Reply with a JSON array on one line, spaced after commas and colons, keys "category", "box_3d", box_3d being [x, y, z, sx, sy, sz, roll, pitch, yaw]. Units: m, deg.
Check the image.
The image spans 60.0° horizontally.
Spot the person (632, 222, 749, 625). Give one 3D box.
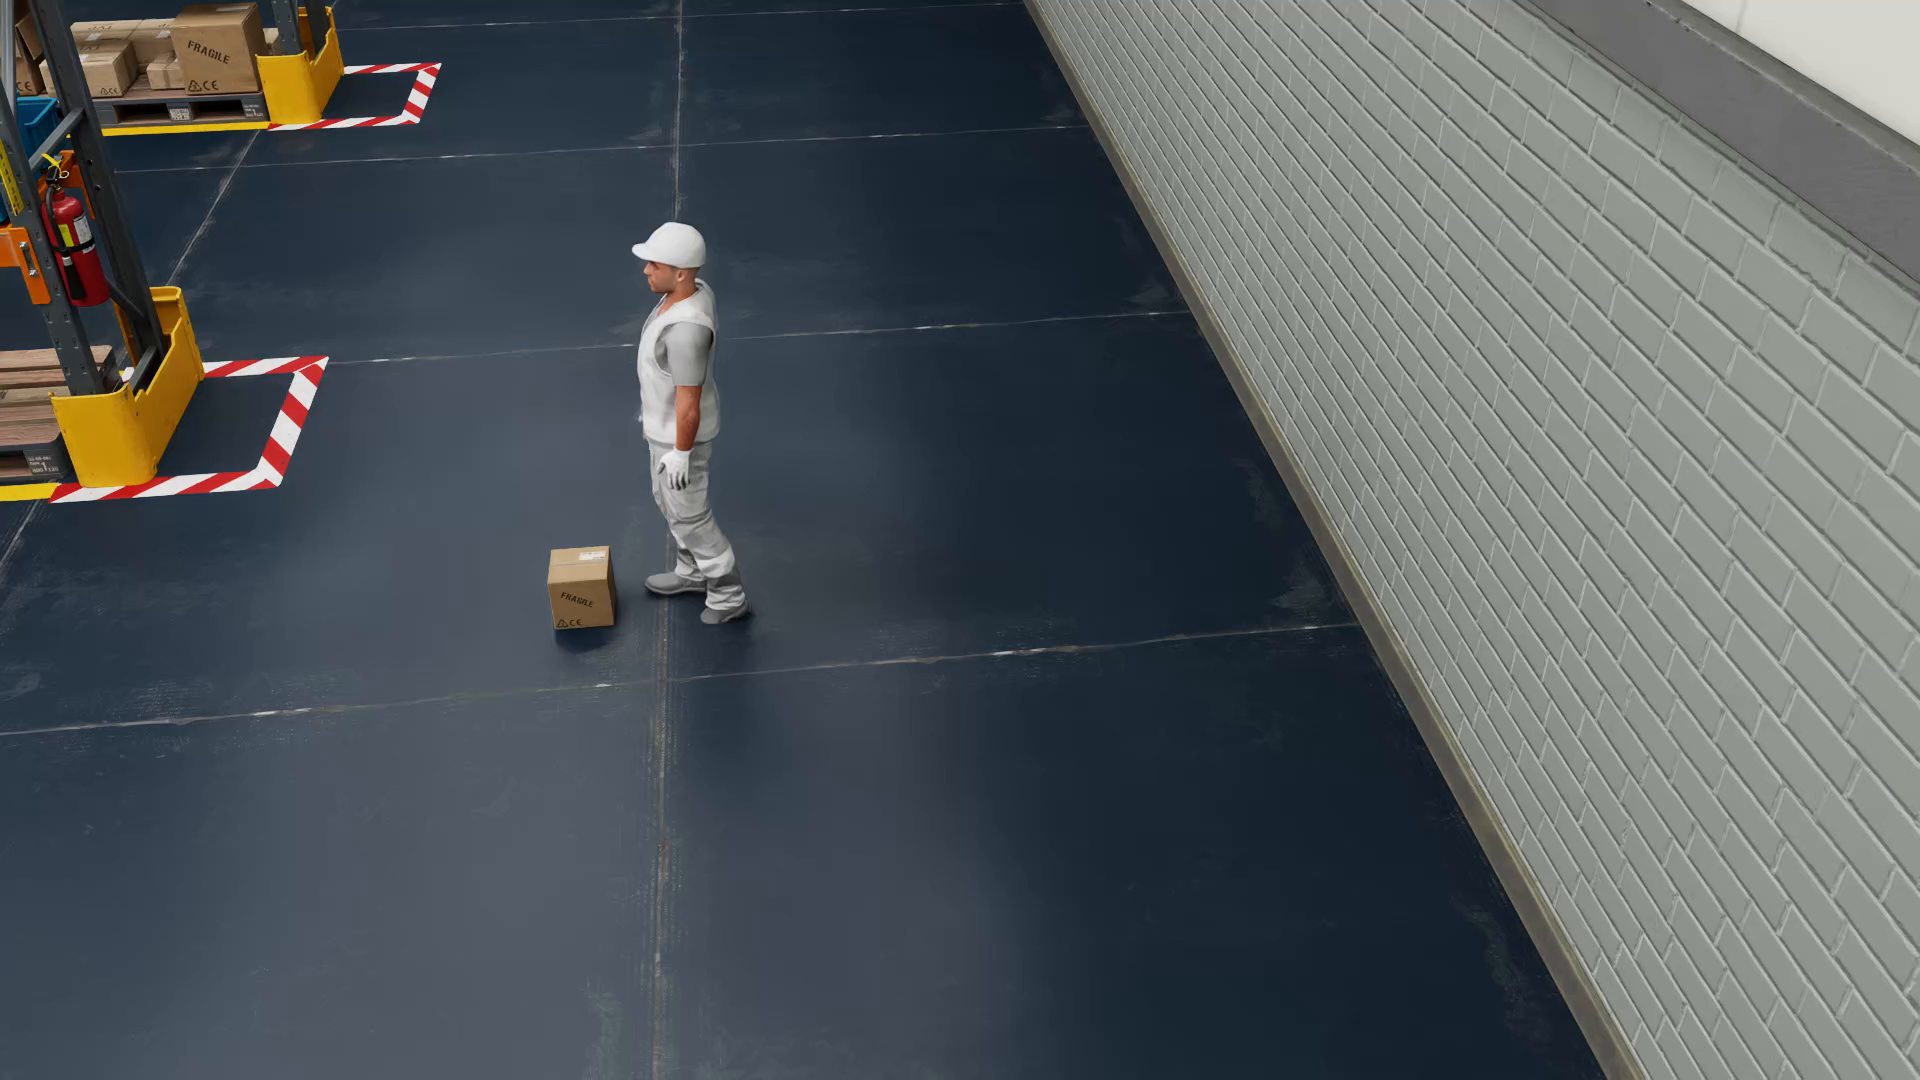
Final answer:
[{"category": "person", "box_3d": [-1.153, -0.425, 6.811, 0.456, 1.849, 0.535, -4, 35, -6]}]
